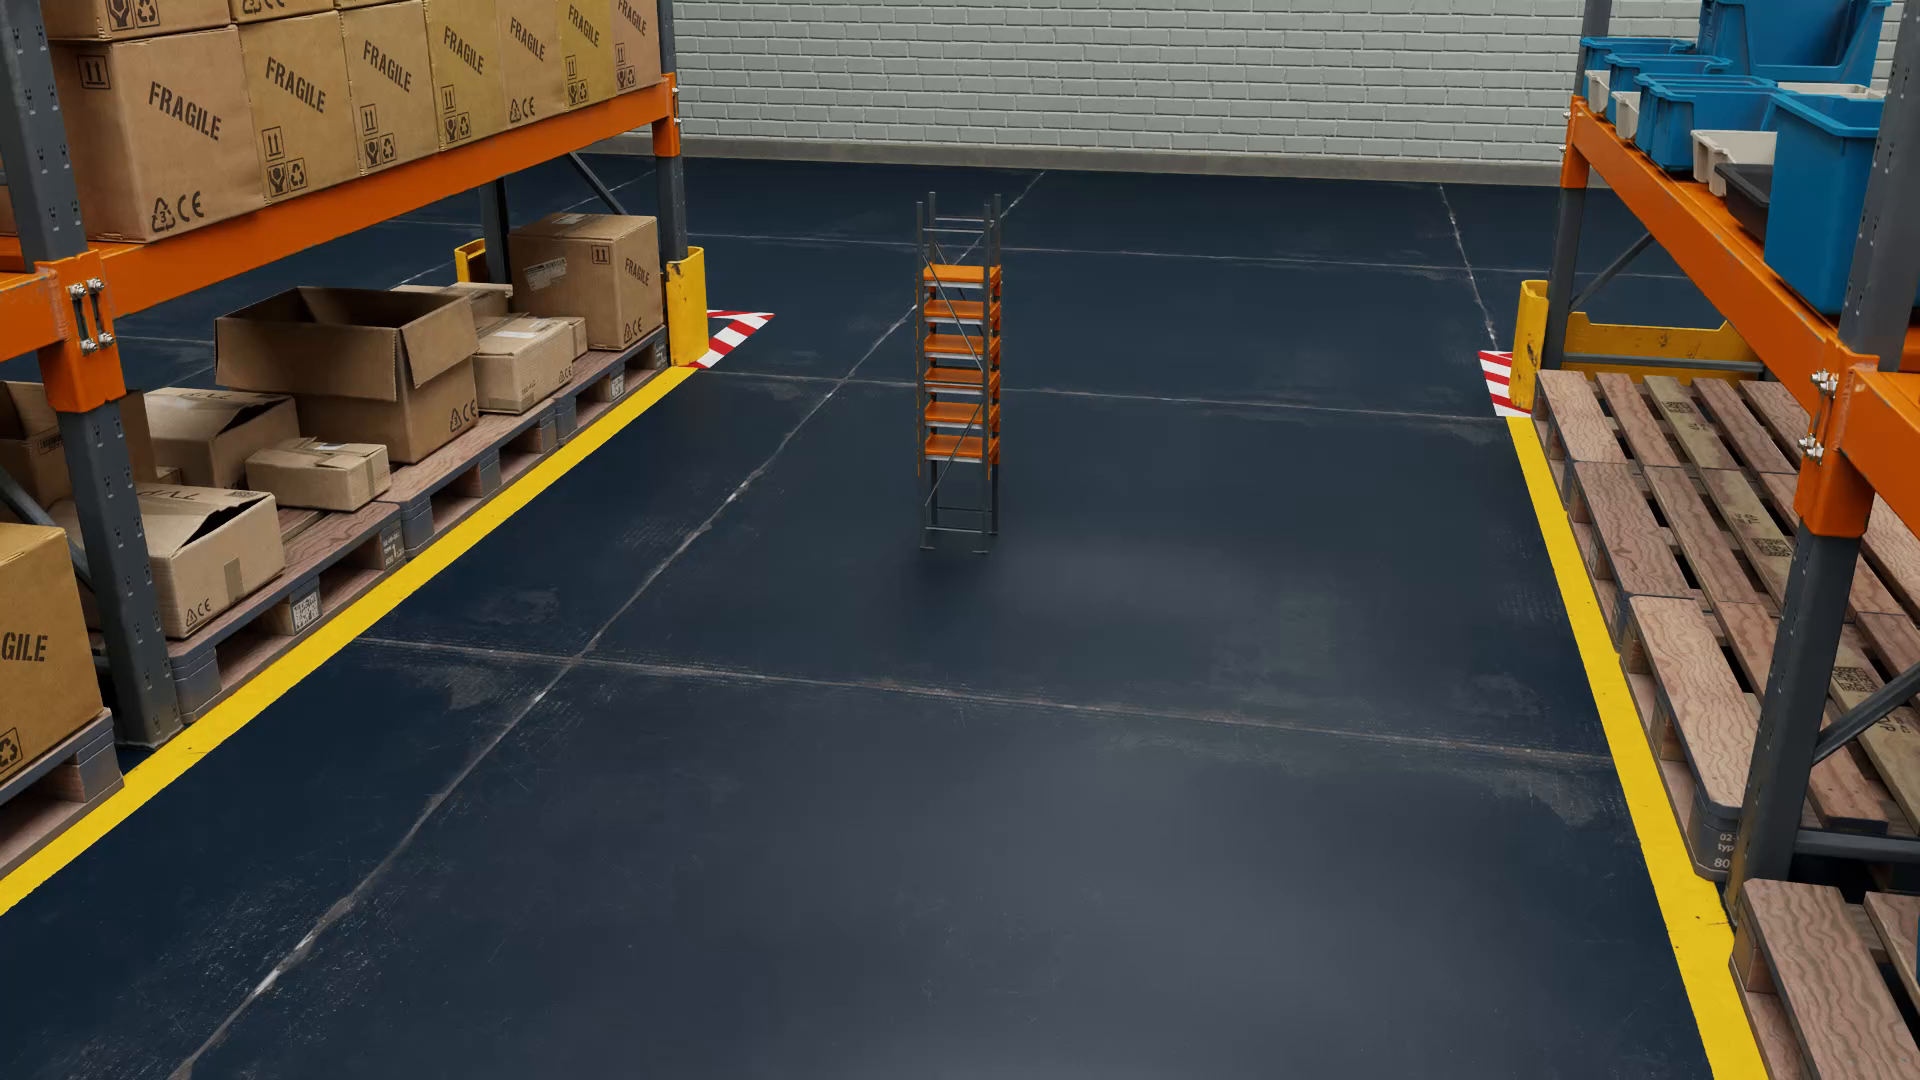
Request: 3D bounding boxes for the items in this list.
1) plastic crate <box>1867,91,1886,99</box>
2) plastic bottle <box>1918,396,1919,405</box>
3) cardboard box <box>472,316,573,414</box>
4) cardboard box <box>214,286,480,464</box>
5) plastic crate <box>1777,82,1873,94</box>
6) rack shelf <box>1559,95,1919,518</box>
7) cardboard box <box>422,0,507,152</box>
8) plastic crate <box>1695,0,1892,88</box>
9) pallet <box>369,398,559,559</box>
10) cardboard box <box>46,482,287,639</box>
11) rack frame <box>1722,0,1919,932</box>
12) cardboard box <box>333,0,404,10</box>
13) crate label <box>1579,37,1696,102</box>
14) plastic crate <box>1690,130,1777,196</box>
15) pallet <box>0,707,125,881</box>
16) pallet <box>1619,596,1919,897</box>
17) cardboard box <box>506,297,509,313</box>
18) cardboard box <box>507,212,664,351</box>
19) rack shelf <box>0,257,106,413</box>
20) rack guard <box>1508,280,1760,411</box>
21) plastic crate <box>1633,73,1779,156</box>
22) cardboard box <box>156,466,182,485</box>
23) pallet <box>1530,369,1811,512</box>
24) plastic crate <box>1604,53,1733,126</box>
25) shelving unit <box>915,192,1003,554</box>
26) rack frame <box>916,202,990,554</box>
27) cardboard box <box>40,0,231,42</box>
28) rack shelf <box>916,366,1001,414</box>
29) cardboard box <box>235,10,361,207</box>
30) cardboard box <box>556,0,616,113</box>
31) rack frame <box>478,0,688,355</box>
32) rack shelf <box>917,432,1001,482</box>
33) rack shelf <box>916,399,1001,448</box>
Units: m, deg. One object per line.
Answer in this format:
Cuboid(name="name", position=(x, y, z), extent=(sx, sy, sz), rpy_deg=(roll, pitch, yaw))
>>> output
Cuboid(name="plastic crate", position=(2.713, -1.024, 4.458), extent=(0.437, 0.282, 0.530), rpy_deg=(4, 22, 11))
Cuboid(name="plastic bottle", position=(1.729, -0.351, 2.865), extent=(0.061, 0.283, 0.133), rpy_deg=(4, 22, 11))
Cuboid(name="cardboard box", position=(-1.904, -0.714, 6.703), extent=(0.500, 0.250, 0.500), rpy_deg=(4, 22, 11))
Cuboid(name="cardboard box", position=(-2.249, -0.619, 6.128), extent=(0.797, 0.503, 0.637), rpy_deg=(4, 22, 11))
Cuboid(name="plastic crate", position=(3.048, -1.563, 5.991), extent=(0.396, 0.136, 0.243), rpy_deg=(4, 22, 11))
Cuboid(name="rack shelf", position=(2.629, -0.904, 5.046), extent=(1.077, 0.370, 4.000), rpy_deg=(4, 22, 11))
Cuboid(name="cardboard box", position=(-1.948, -1.654, 5.810), extent=(0.500, 0.500, 0.500), rpy_deg=(4, 22, 10))
Cuboid(name="plastic crate", position=(3.152, -1.877, 6.370), extent=(0.616, 0.435, 0.499), rpy_deg=(4, 22, 11))
Cuboid(name="pallet", position=(-2.239, -0.290, 6.292), extent=(1.003, 0.211, 1.213), rpy_deg=(4, 22, 11))
Cuboid(name="cardboard box", position=(-2.330, 0.021, 4.797), extent=(0.500, 0.311, 0.500), rpy_deg=(4, 22, 11))
Cuboid(name="rack frame", position=(2.221, -0.506, 3.095), extent=(1.000, 3.000, 0.127), rpy_deg=(4, 22, 11))
Cuboid(name="cardboard box", position=(-2.045, -1.923, 5.141), extent=(0.500, 0.500, 0.500), rpy_deg=(4, 22, 9))
Cuboid(name="crate label", position=(2.665, -1.854, 6.586), extent=(0.416, 0.233, 0.303), rpy_deg=(4, 22, 11))
Cuboid(name="plastic crate", position=(2.282, -1.072, 4.772), extent=(0.293, 0.136, 0.466), rpy_deg=(4, 22, 11))
Cuboid(name="pallet", position=(-2.756, 0.709, 3.812), extent=(1.003, 0.211, 1.213), rpy_deg=(4, 22, 11))
Cuboid(name="pallet", position=(2.333, 0.515, 4.291), extent=(1.003, 0.211, 1.213), rpy_deg=(4, 22, 11))
Cuboid(name="cardboard box", position=(-2.284, -1.020, 7.574), extent=(0.380, 0.166, 0.250), rpy_deg=(4, 22, 11))
Cuboid(name="cardboard box", position=(-1.681, -1.175, 7.513), extent=(0.500, 0.500, 0.500), rpy_deg=(4, 22, 11))
Cuboid(name="rack shelf", position=(-3.035, 0.180, 2.355), extent=(1.077, 0.370, 4.000), rpy_deg=(4, 22, 11))
Cuboid(name="rack guard", position=(3.030, -0.819, 7.219), extent=(1.175, 0.500, 0.348), rpy_deg=(4, 22, 11))
Cuboid(name="plastic crate", position=(2.396, -1.373, 5.390), extent=(0.416, 0.233, 0.300), rpy_deg=(4, 22, 11))
Cuboid(name="cardboard box", position=(-2.771, -0.139, 5.410), extent=(0.380, 0.149, 0.250), rpy_deg=(4, 22, 11))
Cuboid(name="pallet", position=(2.831, -0.377, 6.507), extent=(1.003, 0.211, 1.213), rpy_deg=(4, 22, 11))
Cuboid(name="plastic crate", position=(2.530, -1.613, 5.988), extent=(0.416, 0.233, 0.300), rpy_deg=(4, 22, 11))
Cuboid(name="shelving unit", position=(-0.003, -0.551, 5.616), extent=(0.258, 1.200, 0.189), rpy_deg=(4, 22, 11))
Cuboid(name="rack frame", position=(-0.022, -0.518, 5.533), extent=(0.240, 1.200, 0.006), rpy_deg=(4, 22, 11))
Cuboid(name="cardboard box", position=(-2.256, -1.546, 4.206), extent=(0.500, 0.500, 0.500), rpy_deg=(5, 22, 12))
Cuboid(name="rack shelf", position=(-0.003, -0.510, 5.633), extent=(0.258, 0.103, 0.180), rpy_deg=(4, 22, 11))
Cuboid(name="cardboard box", position=(-2.155, -1.285, 4.894), extent=(0.500, 0.500, 0.500), rpy_deg=(5, 22, 12))
Cuboid(name="cardboard box", position=(-1.738, -2.020, 6.720), extent=(0.500, 0.500, 0.500), rpy_deg=(5, 22, 11))
Cuboid(name="rack frame", position=(-1.811, -2.348, 7.669), extent=(1.000, 3.000, 0.127), rpy_deg=(4, 22, 11))
Cuboid(name="rack shelf", position=(-0.003, -0.287, 5.723), extent=(0.258, 0.103, 0.180), rpy_deg=(4, 22, 11))
Cuboid(name="rack shelf", position=(-0.003, -0.399, 5.678), extent=(0.258, 0.103, 0.180), rpy_deg=(4, 22, 11))
